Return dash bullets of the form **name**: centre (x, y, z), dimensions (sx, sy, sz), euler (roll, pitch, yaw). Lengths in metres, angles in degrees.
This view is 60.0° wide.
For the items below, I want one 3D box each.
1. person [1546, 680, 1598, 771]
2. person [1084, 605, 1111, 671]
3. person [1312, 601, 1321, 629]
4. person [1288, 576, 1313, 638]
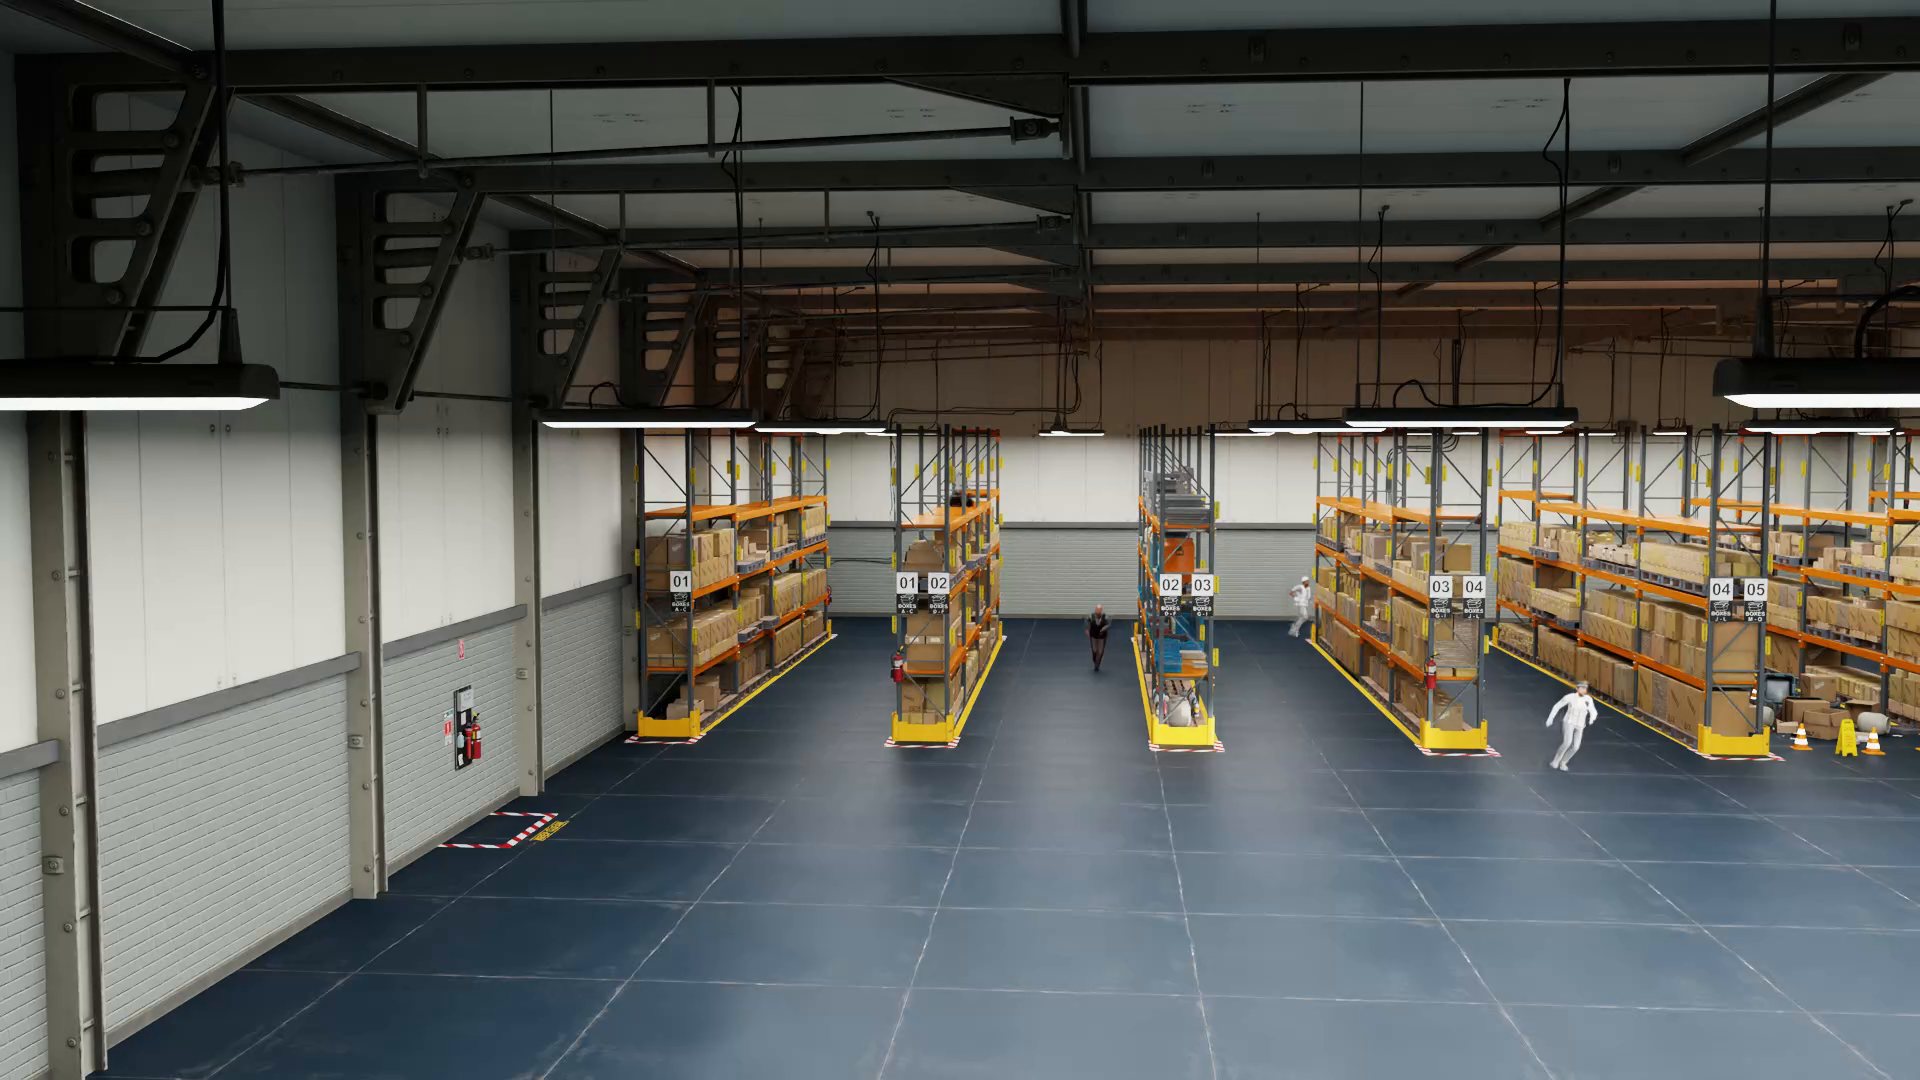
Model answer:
- **person**: centre (10.598, 3.209, 28.643), dimensions (0.788, 1.611, 0.578), euler (0, 4, -8)
- **person**: centre (3.397, 2.418, 40.966), dimensions (0.642, 1.653, 0.719), euler (0, 3, -2)
- **person**: centre (10.637, 2.006, 48.482), dimensions (0.547, 1.525, 0.724), euler (-2, 4, -32)
- **person**: centre (9.890, 1.936, 48.118), dimensions (0.635, 1.761, 0.752), euler (3, 4, 39)
